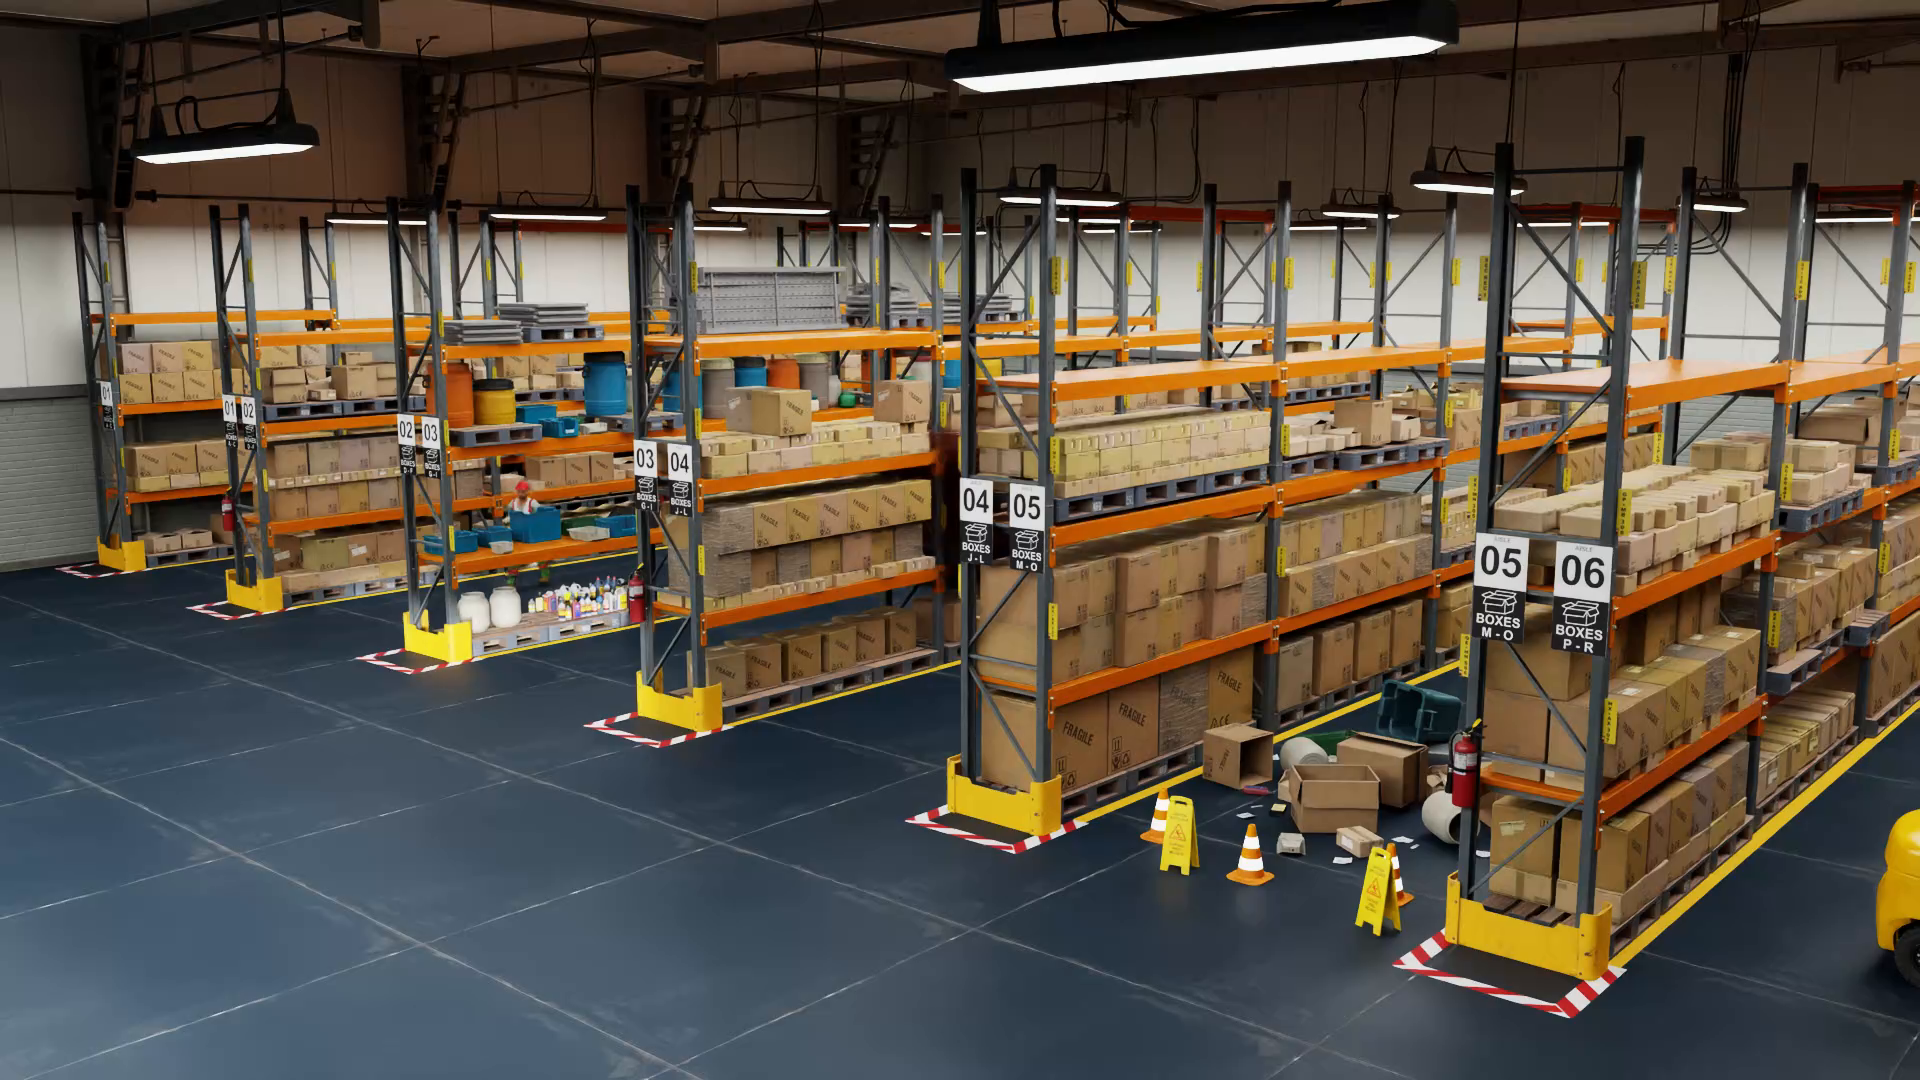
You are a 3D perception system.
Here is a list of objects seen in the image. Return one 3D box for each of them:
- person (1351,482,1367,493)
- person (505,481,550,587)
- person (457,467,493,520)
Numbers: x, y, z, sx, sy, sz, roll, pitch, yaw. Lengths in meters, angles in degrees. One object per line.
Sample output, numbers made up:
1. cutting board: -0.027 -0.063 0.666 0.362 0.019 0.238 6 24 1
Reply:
1. person: 6.445 -0.202 27.150 0.491 1.766 0.594 0 9 0
2. person: -6.911 -0.077 26.380 0.636 1.723 1.137 3 10 16
3. person: -9.138 -0.845 30.962 0.706 1.728 1.100 6 11 32
